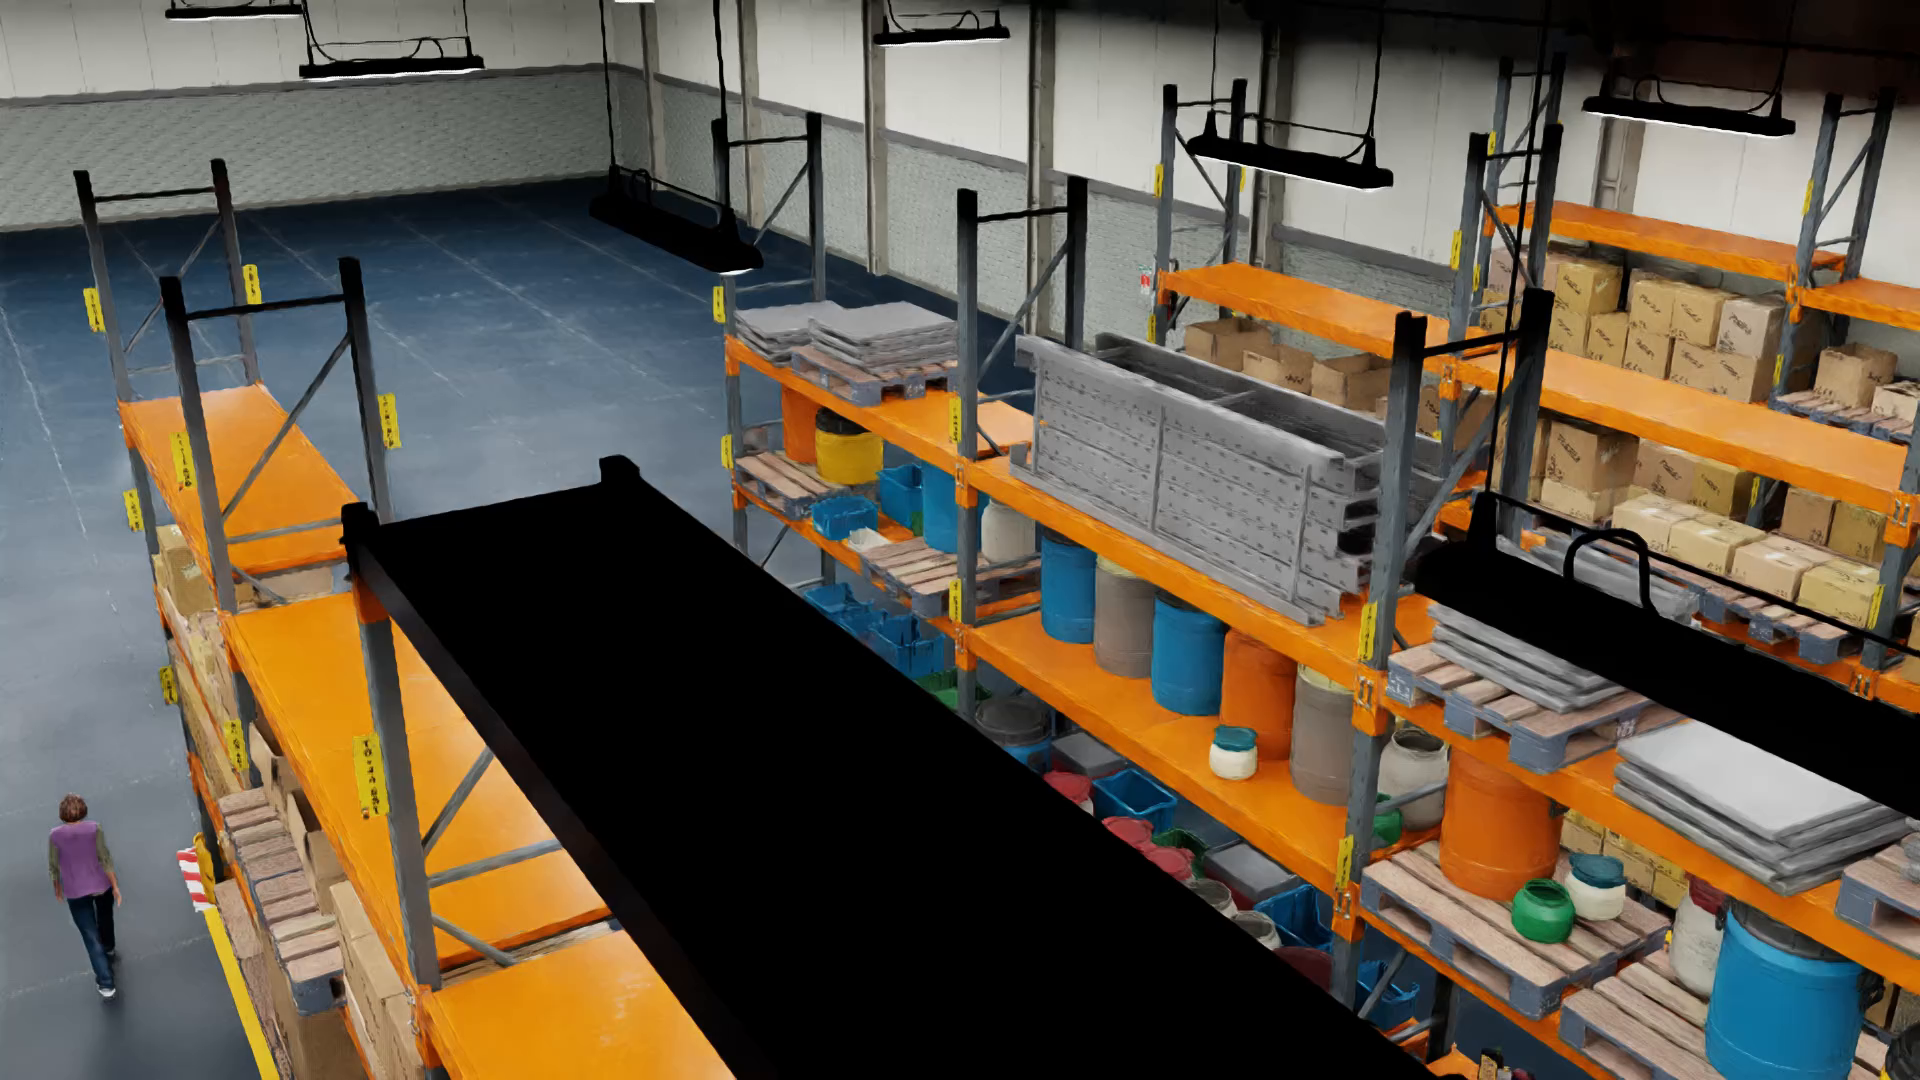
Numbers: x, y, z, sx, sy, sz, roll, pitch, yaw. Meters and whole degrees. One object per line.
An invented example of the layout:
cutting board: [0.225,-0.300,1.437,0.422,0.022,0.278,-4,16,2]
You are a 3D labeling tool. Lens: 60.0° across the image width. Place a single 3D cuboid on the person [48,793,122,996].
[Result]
person: [-6.673,2.653,12.690,0.432,1.539,0.948,-14,26,-31]
